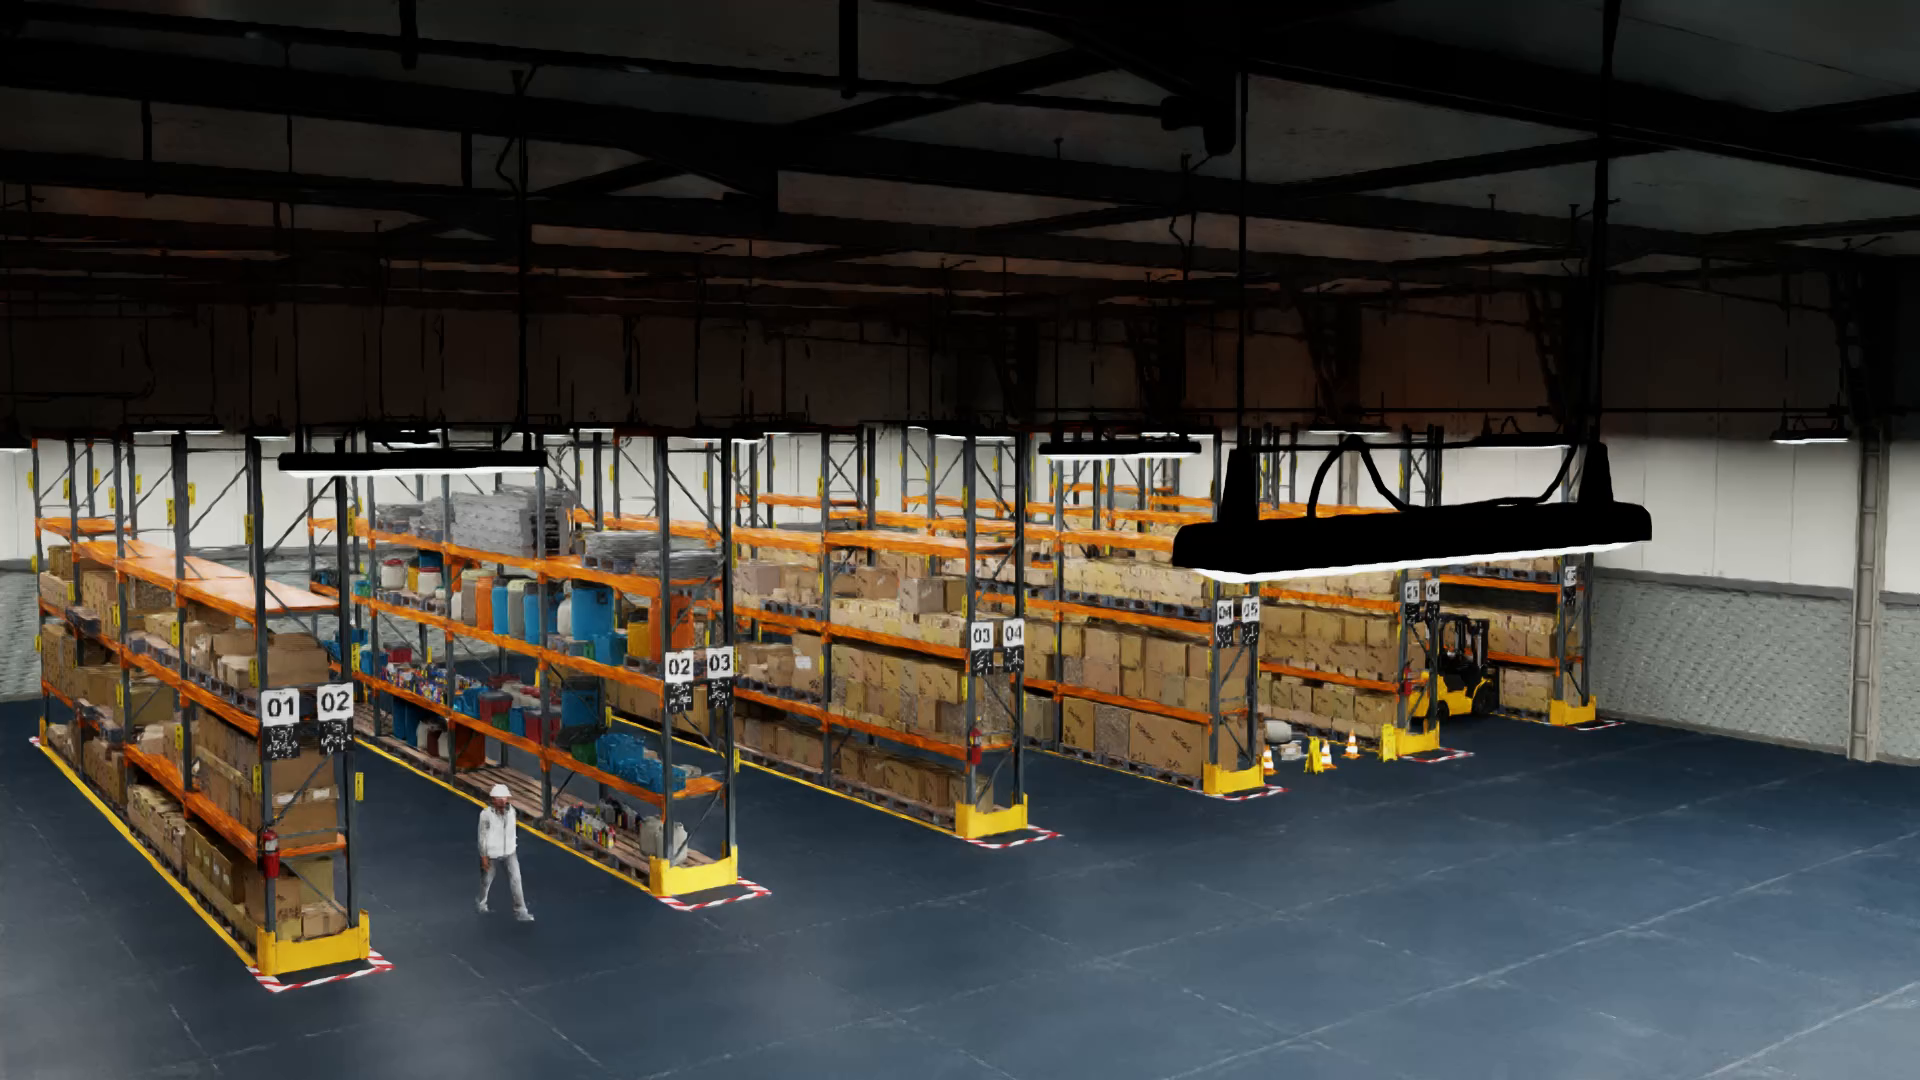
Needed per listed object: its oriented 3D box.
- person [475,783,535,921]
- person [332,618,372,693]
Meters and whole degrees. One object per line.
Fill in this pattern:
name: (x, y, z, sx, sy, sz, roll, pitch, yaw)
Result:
person: (-5.709, 3.840, 20.595, 0.543, 1.683, 1.107, -4, 6, -39)
person: (-13.529, 2.579, 36.774, 0.810, 1.716, 0.704, 3, 5, 35)
